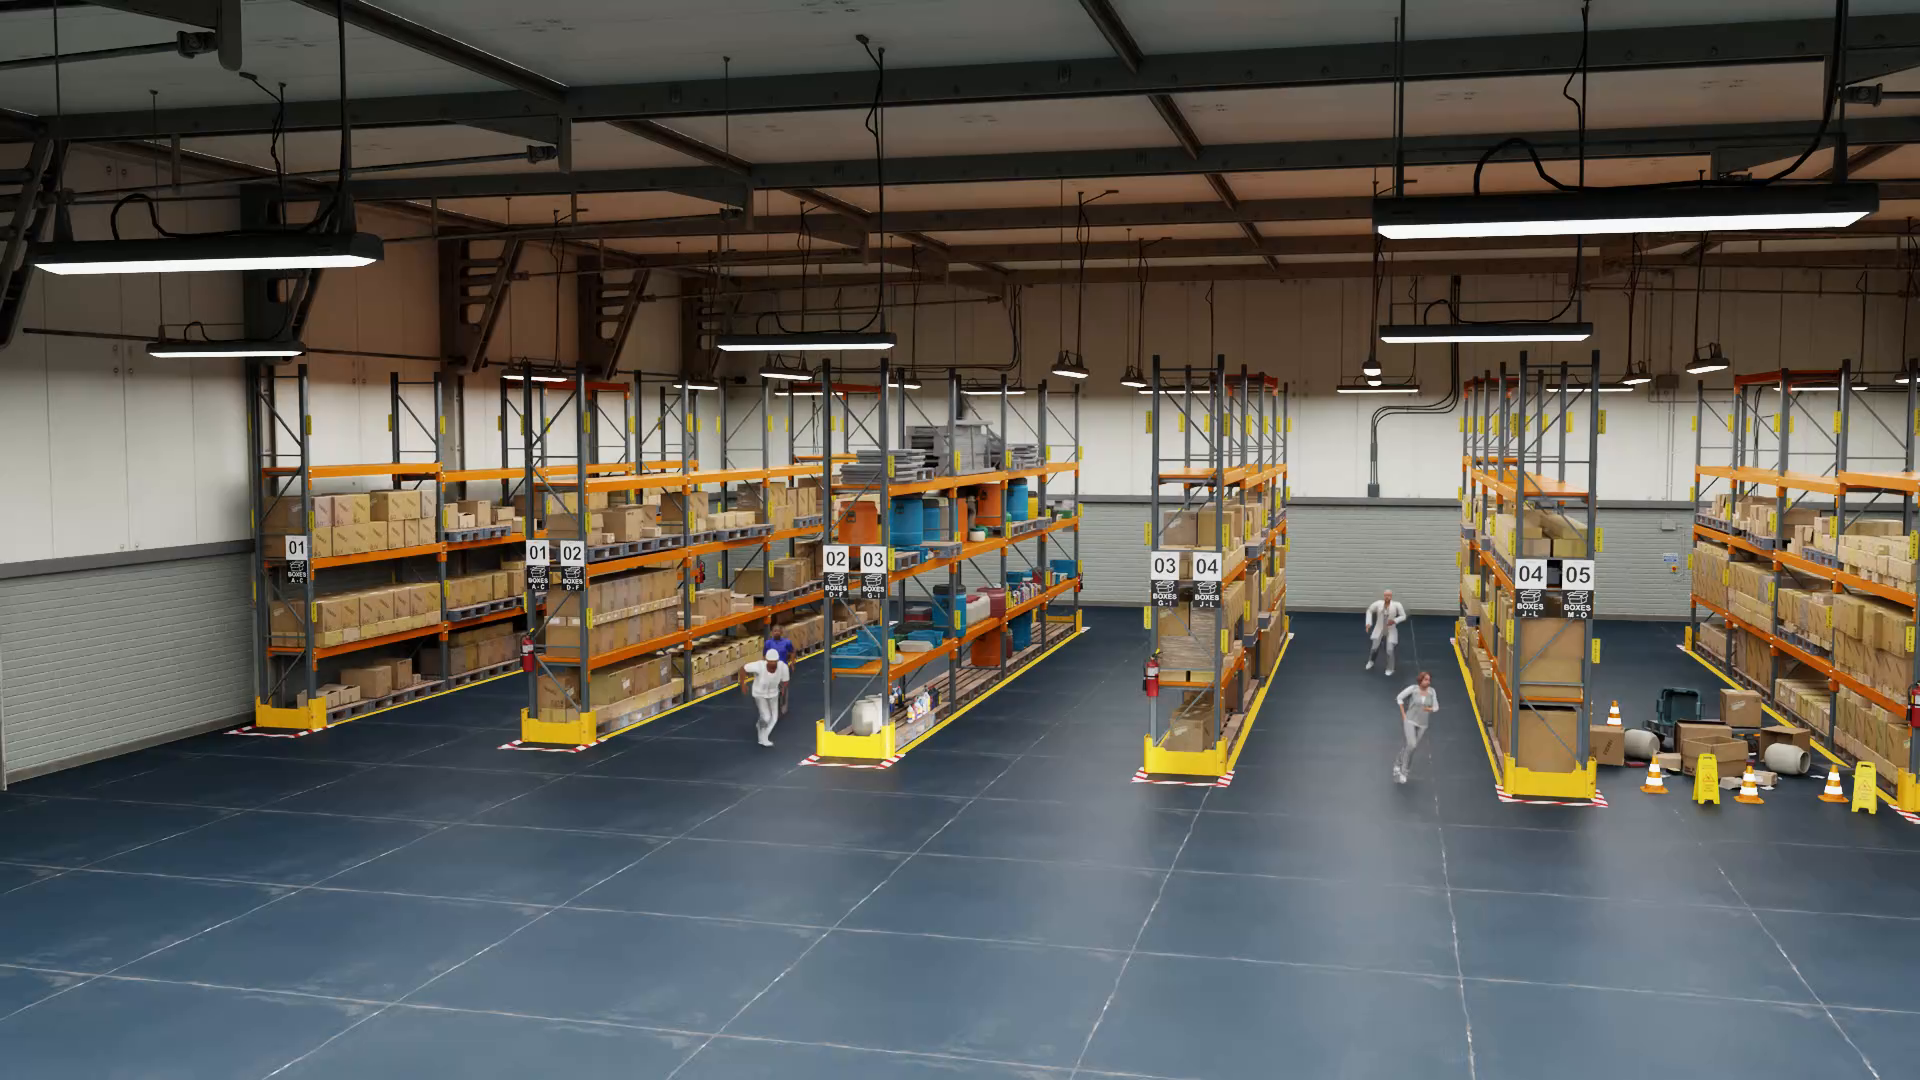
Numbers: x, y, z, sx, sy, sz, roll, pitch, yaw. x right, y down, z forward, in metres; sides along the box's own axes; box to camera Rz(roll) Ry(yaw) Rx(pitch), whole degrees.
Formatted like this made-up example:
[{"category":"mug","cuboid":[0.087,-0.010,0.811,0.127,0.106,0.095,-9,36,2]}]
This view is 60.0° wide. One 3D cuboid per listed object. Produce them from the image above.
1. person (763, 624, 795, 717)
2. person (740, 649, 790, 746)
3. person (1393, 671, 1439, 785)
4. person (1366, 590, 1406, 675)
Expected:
[{"category":"person","cuboid":[-3.088,2.238,28.344,0.551,1.611,0.664,0,4,-3]},{"category":"person","cuboid":[-3.012,2.441,25.701,0.735,1.576,0.833,-2,4,-24]},{"category":"person","cuboid":[6.405,2.638,23.438,0.581,1.603,0.660,-1,4,-9]},{"category":"person","cuboid":[8.571,1.866,33.468,0.785,1.751,0.670,1,4,16]}]
